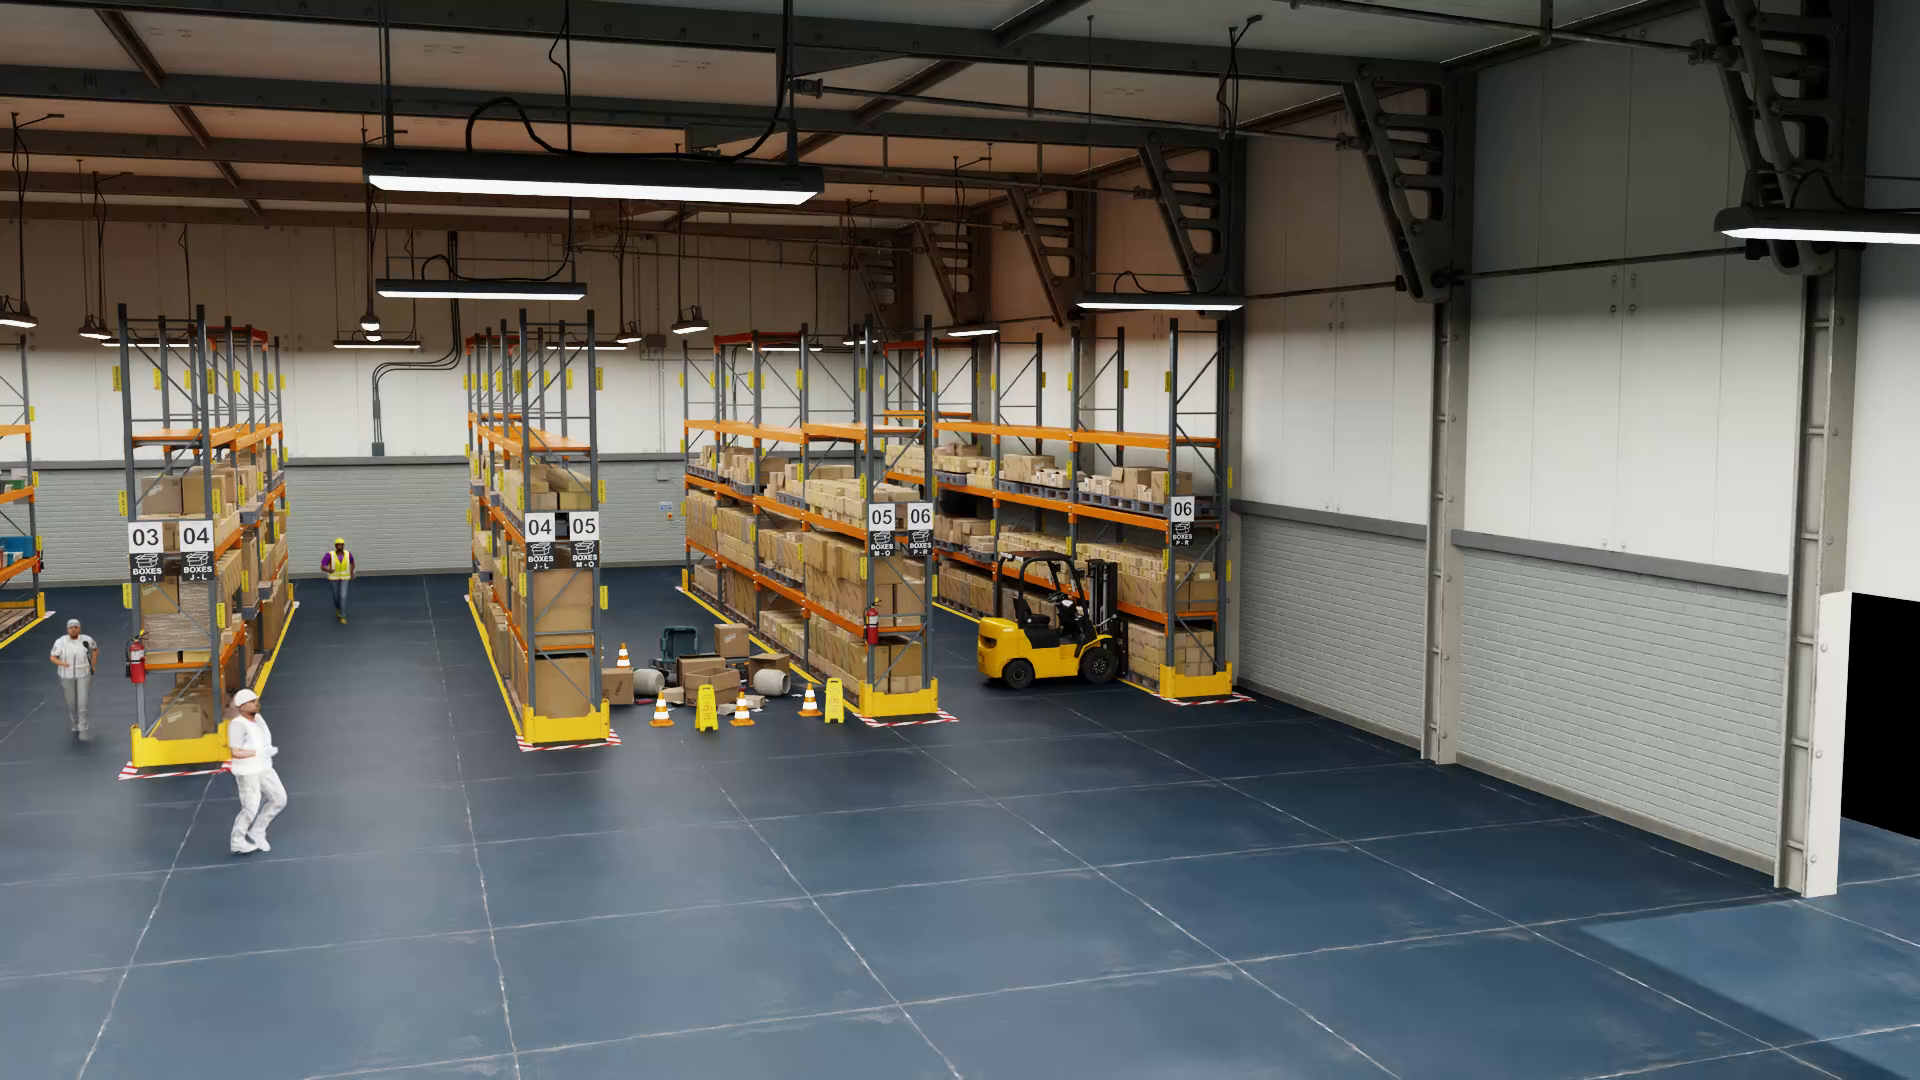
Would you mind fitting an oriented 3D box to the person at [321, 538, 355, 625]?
[{"bbox_3d":[-12.950,0.843,34.658,0.685,1.773,0.876,-2,6,-25],"label":"person"}]

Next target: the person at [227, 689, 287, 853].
[{"bbox_3d":[-7.425,2.456,17.591,0.652,1.779,0.662,1,5,9],"label":"person"}]

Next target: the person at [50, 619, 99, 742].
[{"bbox_3d":[-12.511,1.951,23.510,0.598,1.697,0.851,-2,6,-23],"label":"person"}]
